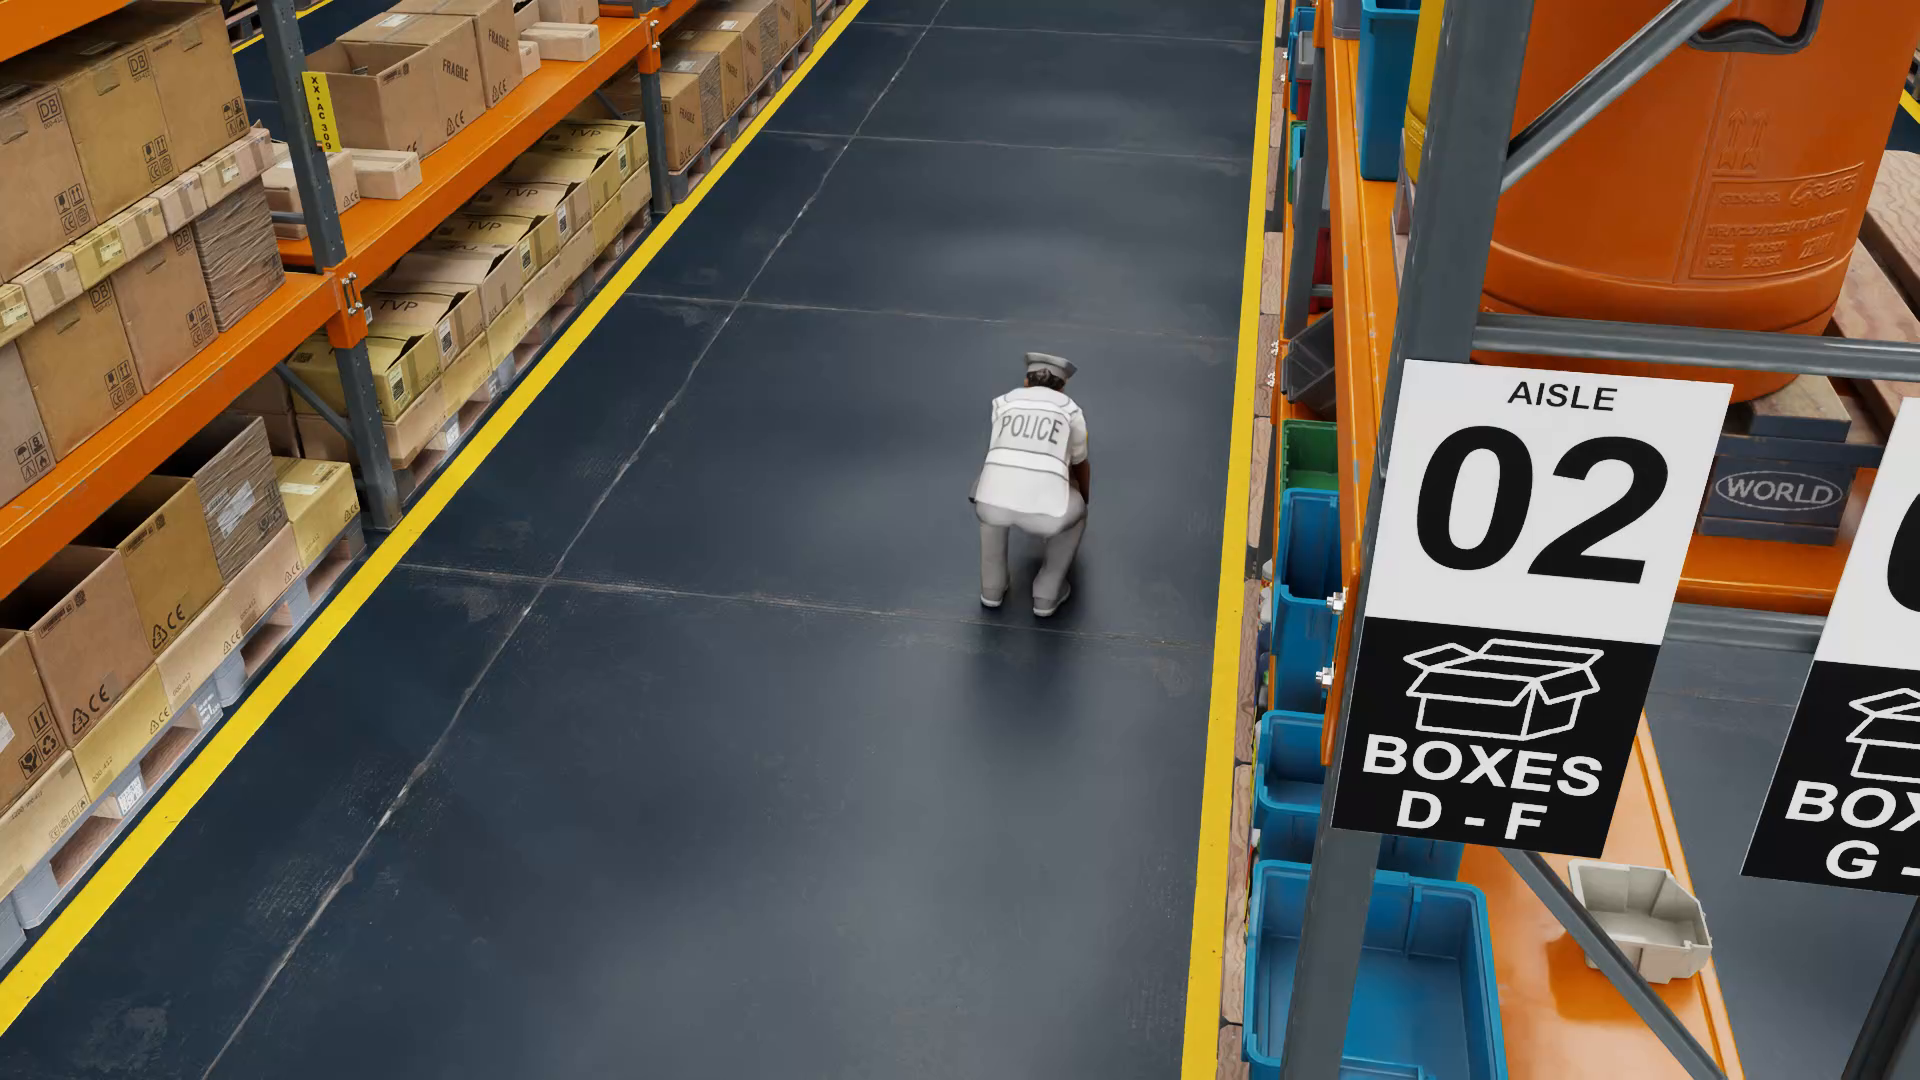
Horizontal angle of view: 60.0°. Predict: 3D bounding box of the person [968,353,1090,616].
[{"bbox_3d":[0.320,-0.240,7.161,0.465,0.974,0.900,9,34,14],"label":"person"}]
